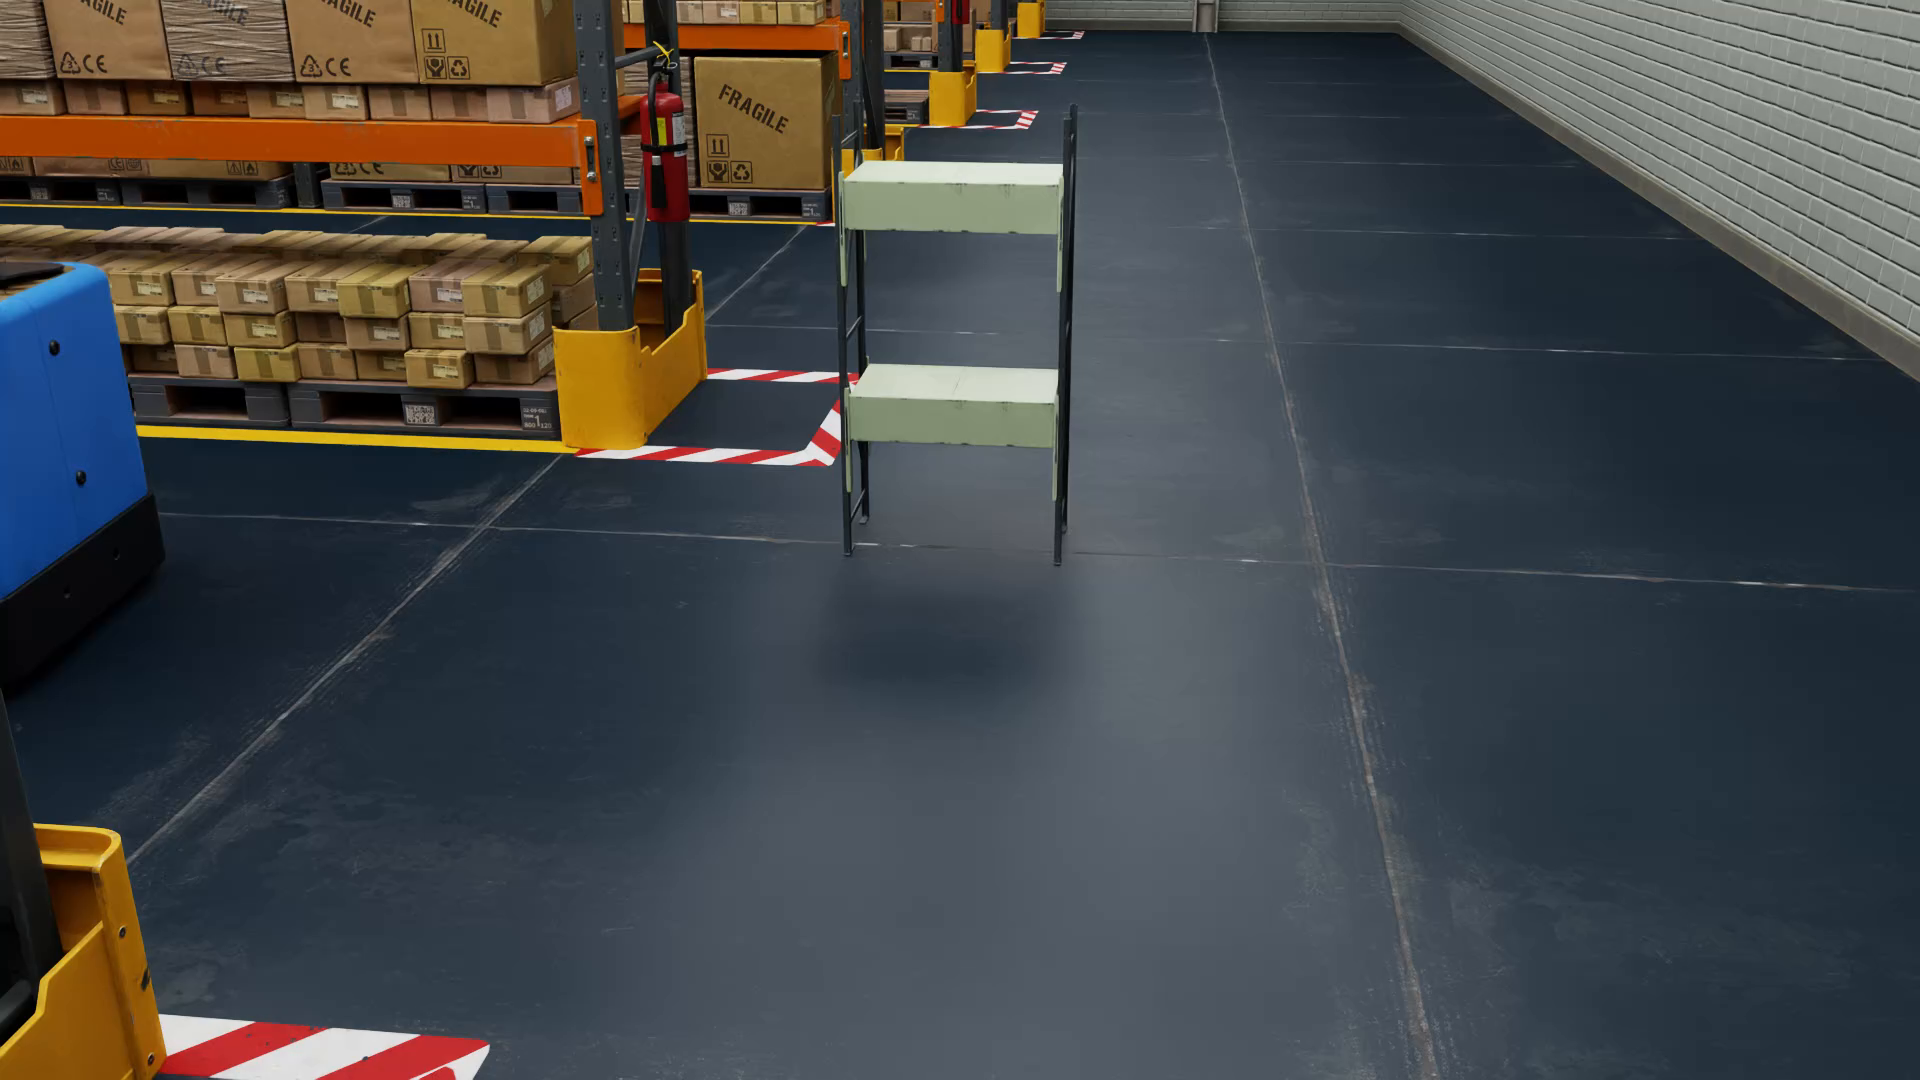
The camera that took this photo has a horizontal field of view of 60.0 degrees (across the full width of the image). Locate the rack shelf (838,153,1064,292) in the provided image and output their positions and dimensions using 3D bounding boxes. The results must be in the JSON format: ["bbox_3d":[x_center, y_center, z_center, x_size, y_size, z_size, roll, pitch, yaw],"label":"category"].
[{"bbox_3d":[-0.007,-1.061,5.521,0.720,0.370,0.431,2,22,6],"label":"rack shelf"}]

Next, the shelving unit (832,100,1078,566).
[{"bbox_3d":[-0.007,-0.698,5.665,0.755,1.500,0.431,2,22,6],"label":"shelving unit"}]

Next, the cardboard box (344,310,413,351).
[{"bbox_3d":[-2.430,-0.930,7.113,0.250,0.149,0.380,2,22,4],"label":"cardboard box"}]

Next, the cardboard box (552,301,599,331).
[{"bbox_3d":[-1.839,-0.990,7.671,0.250,0.149,0.380,3,22,7],"label":"cardboard box"}]

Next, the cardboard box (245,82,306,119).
[{"bbox_3d":[-2.721,-1.830,6.830,0.250,0.149,0.380,2,22,4],"label":"cardboard box"}]

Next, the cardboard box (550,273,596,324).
[{"bbox_3d":[-1.846,-1.105,7.558,0.250,0.149,0.380,3,22,9],"label":"cardboard box"}]

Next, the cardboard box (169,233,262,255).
[{"bbox_3d":[-3.406,-1.300,7.645,0.250,0.149,0.380,3,22,6],"label":"cardboard box"}]

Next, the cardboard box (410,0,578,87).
[{"bbox_3d":[-1.833,-2.092,6.610,0.500,0.500,0.500,3,22,7],"label":"cardboard box"}]

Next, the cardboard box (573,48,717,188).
[{"bbox_3d":[-2.221,-3.033,11.850,0.875,0.875,0.875,2,22,6],"label":"cardboard box"}]

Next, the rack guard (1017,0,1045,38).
[{"bbox_3d":[1.101,-8.050,25.621,0.348,0.500,1.175,2,22,6],"label":"rack guard"}]

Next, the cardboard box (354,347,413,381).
[{"bbox_3d":[-2.423,-0.814,7.226,0.250,0.149,0.380,2,22,6],"label":"cardboard box"}]

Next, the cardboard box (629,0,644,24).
[{"bbox_3d":[-2.079,-3.610,11.332,0.250,0.149,0.380,2,22,5],"label":"cardboard box"}]

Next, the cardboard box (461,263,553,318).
[{"bbox_3d":[-1.912,-1.058,7.033,0.250,0.149,0.380,3,22,7],"label":"cardboard box"}]

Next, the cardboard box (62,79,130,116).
[{"bbox_3d":[-3.500,-1.872,6.936,0.250,0.149,0.380,3,22,8],"label":"cardboard box"}]

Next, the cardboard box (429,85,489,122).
[{"bbox_3d":[-1.956,-1.800,6.754,0.250,0.149,0.380,2,22,6],"label":"cardboard box"}]

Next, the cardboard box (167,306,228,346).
[{"bbox_3d":[-3.198,-0.965,7.203,0.250,0.149,0.380,4,22,9],"label":"cardboard box"}]

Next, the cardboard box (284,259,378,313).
[{"bbox_3d":[-2.676,-1.089,7.111,0.250,0.149,0.380,2,22,4],"label":"cardboard box"}]

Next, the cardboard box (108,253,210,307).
[{"bbox_3d":[-3.462,-1.133,7.223,0.250,0.149,0.380,3,22,7],"label":"cardboard box"}]

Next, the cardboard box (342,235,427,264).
[{"bbox_3d":[-2.615,-1.280,7.596,0.250,0.149,0.380,1,22,4],"label":"cardboard box"}]

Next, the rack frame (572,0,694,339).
[{"bbox_3d":[-1.356,-1.981,6.871,0.127,3.000,1.000,2,22,6],"label":"rack frame"}]

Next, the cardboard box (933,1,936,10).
[{"bbox_3d":[-0.127,-8.261,25.585,0.500,0.500,0.700,2,22,6],"label":"cardboard box"}]

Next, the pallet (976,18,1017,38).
[{"bbox_3d":[0.274,-7.922,25.692,1.213,0.211,1.003,2,22,6],"label":"pallet"}]

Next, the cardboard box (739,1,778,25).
[{"bbox_3d":[-1.323,-3.577,11.249,0.250,0.149,0.380,3,22,7],"label":"cardboard box"}]

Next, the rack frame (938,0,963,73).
[{"bbox_3d":[-0.089,-5.596,16.015,0.127,3.000,1.000,2,22,6],"label":"rack frame"}]

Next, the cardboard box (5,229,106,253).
[{"bbox_3d":[-4.189,-1.336,7.736,0.250,0.149,0.380,3,22,8],"label":"cardboard box"}]

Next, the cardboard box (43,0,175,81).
[{"bbox_3d":[-3.342,-2.160,6.782,0.500,0.500,0.500,4,22,9],"label":"cardboard box"}]

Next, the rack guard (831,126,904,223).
[{"bbox_3d":[-0.648,-2.624,11.898,0.348,0.500,1.175,2,22,6],"label":"rack guard"}]

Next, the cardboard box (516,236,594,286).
[{"bbox_3d":[-1.836,-1.274,7.580,0.250,0.149,0.380,2,22,4],"label":"cardboard box"}]

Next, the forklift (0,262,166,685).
[{"bbox_3d":[-4.183,-1.076,4.674,3.031,2.935,1.130,0,22,1],"label":"forklift"}]

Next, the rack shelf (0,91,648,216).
[{"bbox_3d":[-3.342,-1.733,7.223,4.000,0.370,1.077,2,22,6],"label":"rack shelf"}]

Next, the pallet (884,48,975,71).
[{"bbox_3d":[-0.370,-6.145,21.196,1.213,0.211,1.003,2,22,6],"label":"pallet"}]

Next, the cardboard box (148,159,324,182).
[{"bbox_3d":[-5.282,-3.188,12.244,0.875,0.875,1.225,3,22,6],"label":"cardboard box"}]

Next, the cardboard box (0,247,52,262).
[{"bbox_3d":[-4.225,-1.180,7.343,0.250,0.149,0.380,2,22,5],"label":"cardboard box"}]

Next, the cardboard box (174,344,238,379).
[{"bbox_3d":[-3.199,-0.828,7.260,0.250,0.149,0.380,3,22,7],"label":"cardboard box"}]

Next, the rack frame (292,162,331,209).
[{"bbox_3d":[-4.644,-3.961,11.879,0.127,3.000,1.000,2,22,6],"label":"rack frame"}]

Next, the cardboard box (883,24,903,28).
[{"bbox_3d":[-1.002,-6.501,21.444,0.500,0.250,0.500,2,22,6],"label":"cardboard box"}]

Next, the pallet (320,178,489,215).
[{"bbox_3d":[-3.898,-2.603,12.236,1.213,0.211,1.003,2,22,6],"label":"pallet"}]

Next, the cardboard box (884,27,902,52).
[{"bbox_3d":[-1.011,-6.316,20.977,0.500,0.250,0.500,2,22,6],"label":"cardboard box"}]

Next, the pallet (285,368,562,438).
[{"bbox_3d":[-2.234,-0.736,7.514,1.213,0.211,1.003,2,22,6],"label":"pallet"}]

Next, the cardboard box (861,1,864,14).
[{"bbox_3d":[-1.666,-8.326,25.750,0.500,0.500,0.700,2,22,6],"label":"cardboard box"}]
